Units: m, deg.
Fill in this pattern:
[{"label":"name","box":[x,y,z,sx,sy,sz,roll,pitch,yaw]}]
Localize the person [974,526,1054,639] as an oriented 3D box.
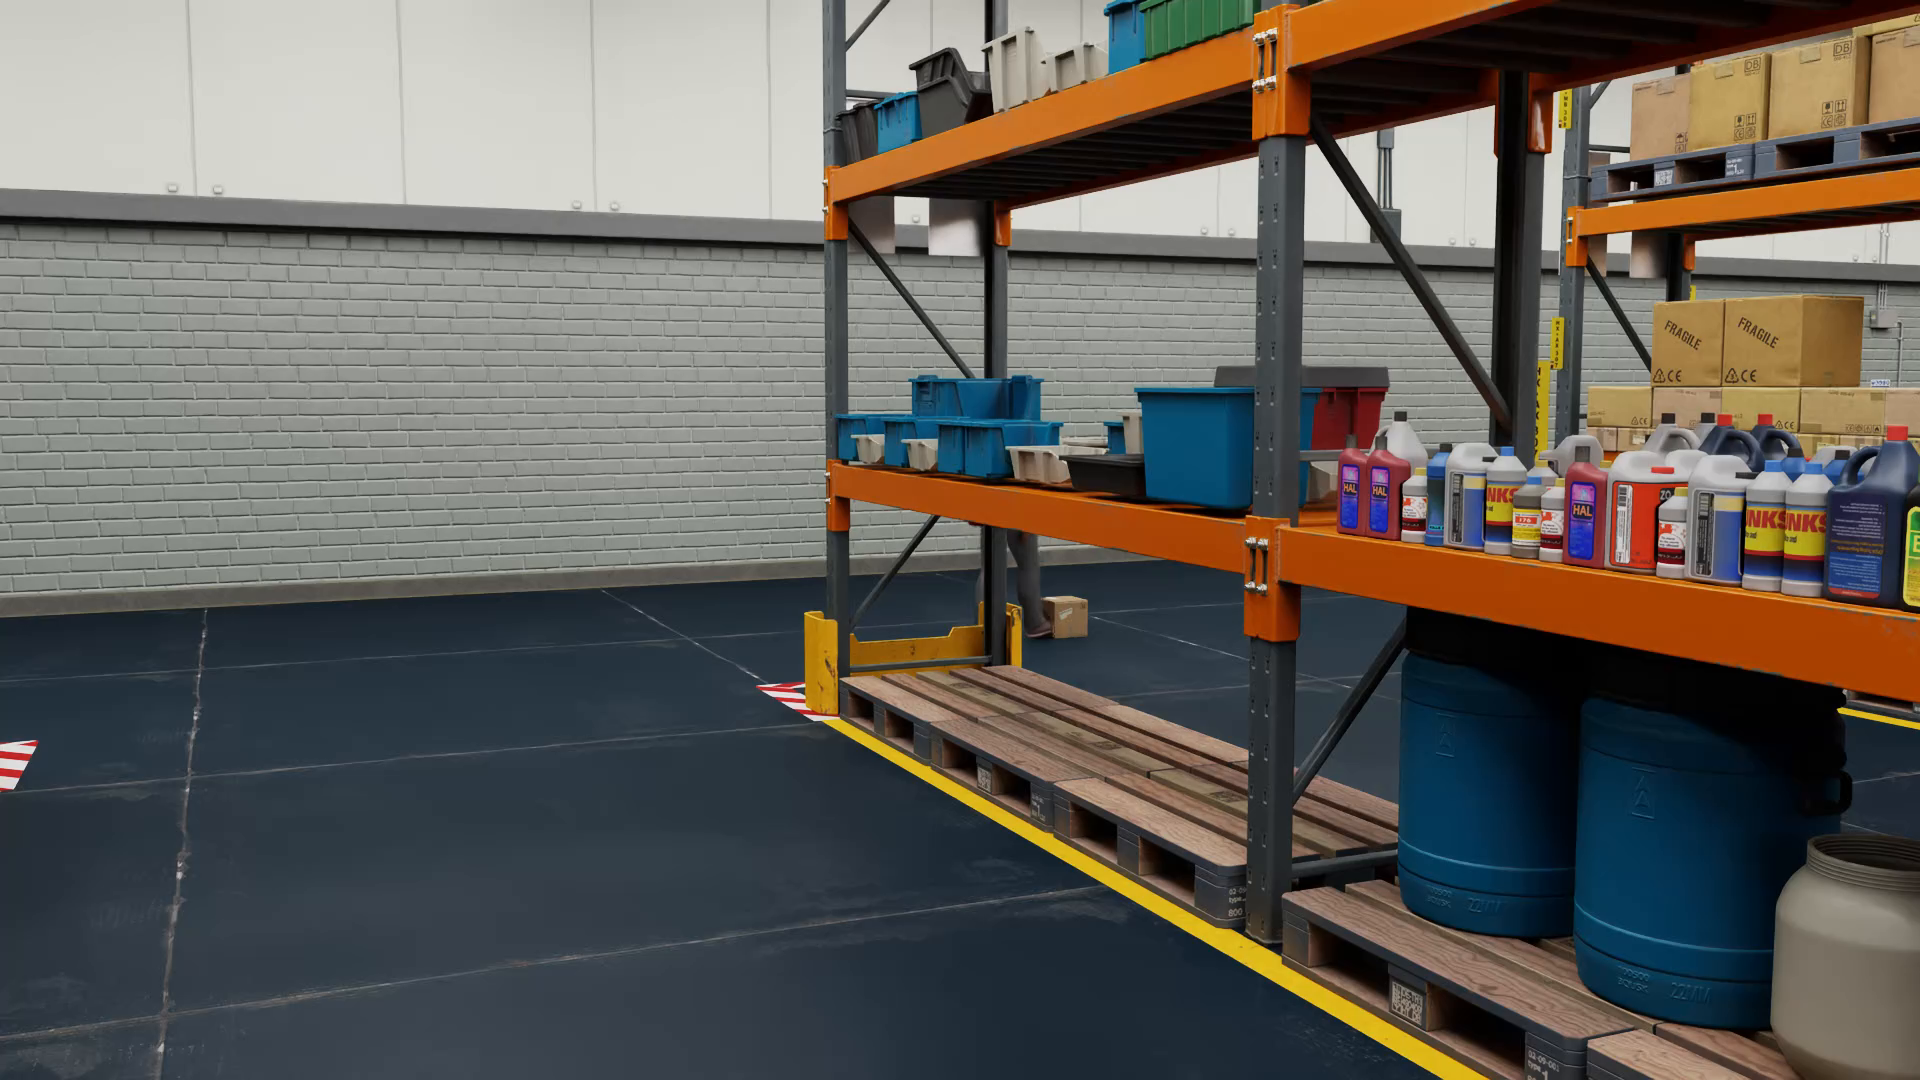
[{"label":"person","box":[0.367,-0.160,11.119,0.451,1.651,0.665,5,7,42]}]
